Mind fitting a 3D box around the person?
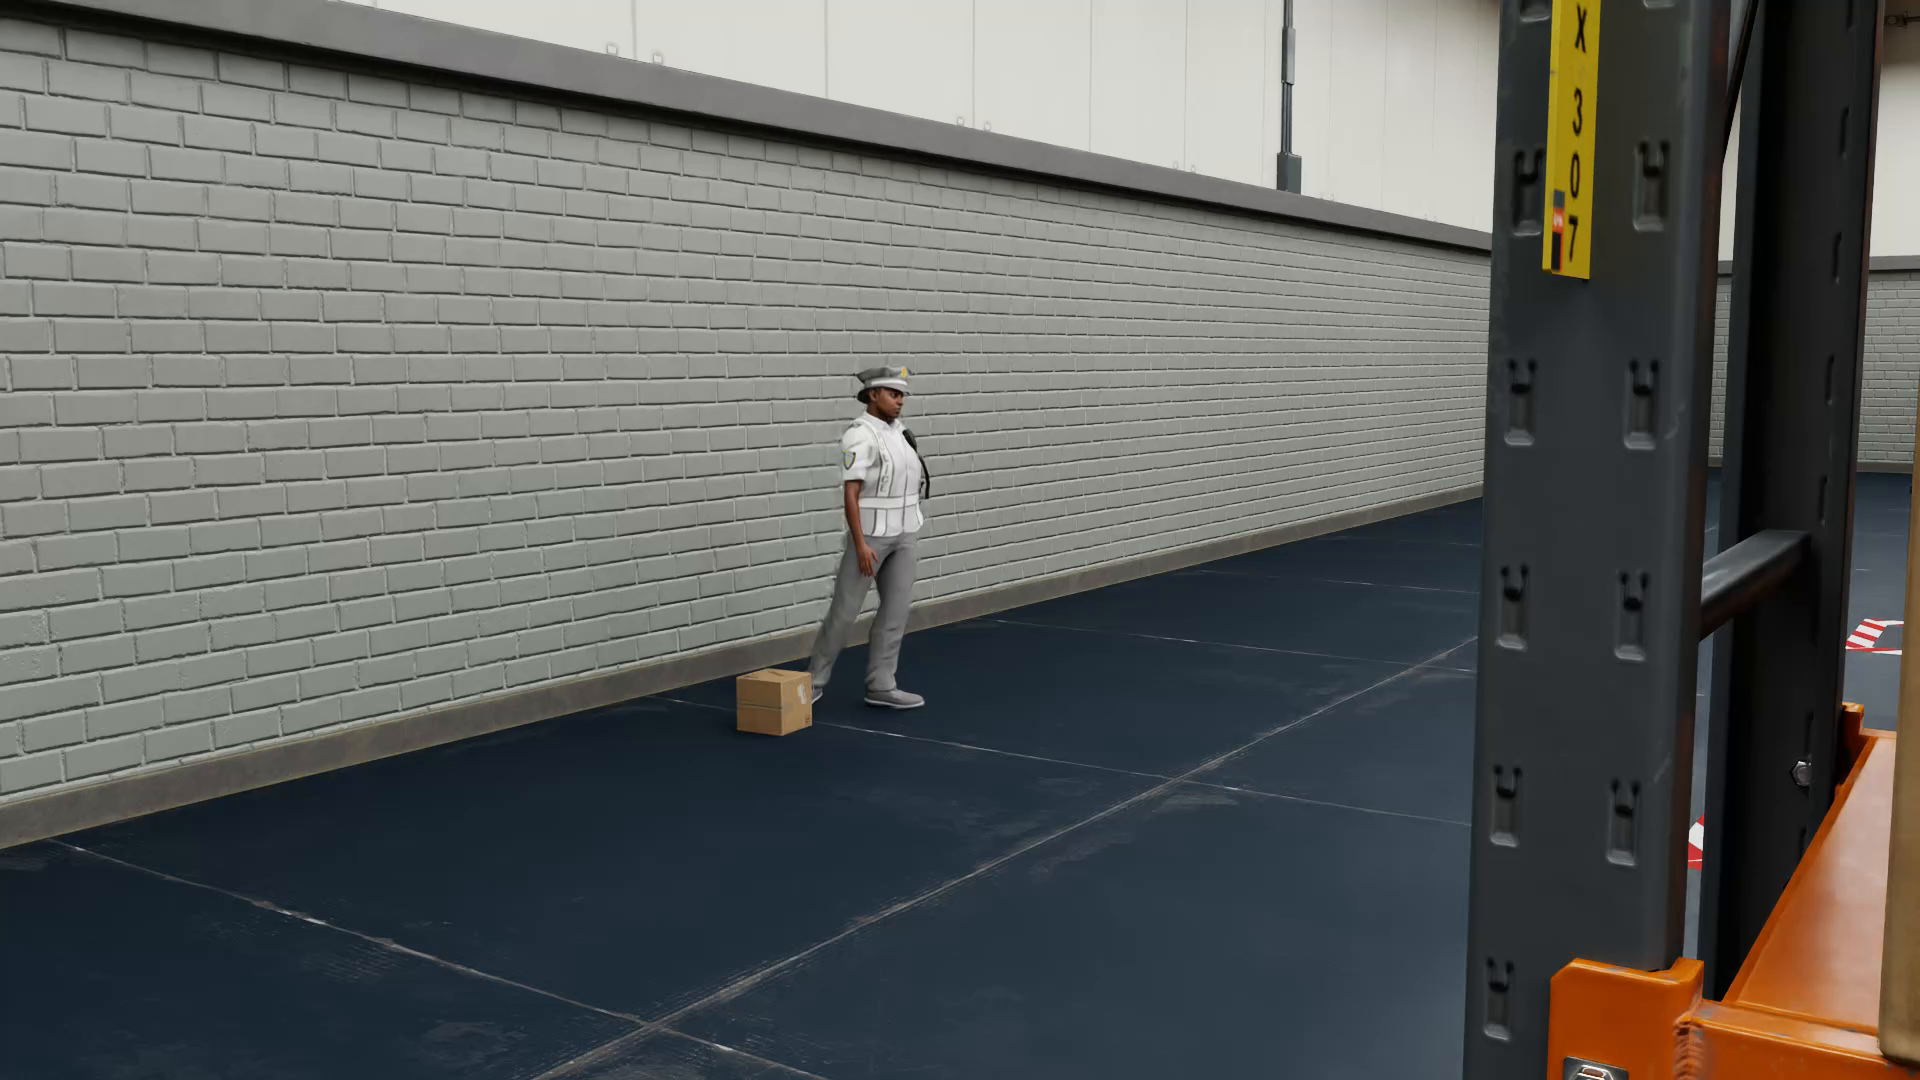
[{"bbox_3d":[-0.503,0.002,7.947,0.483,1.670,0.676,5,8,39],"label":"person"}]
